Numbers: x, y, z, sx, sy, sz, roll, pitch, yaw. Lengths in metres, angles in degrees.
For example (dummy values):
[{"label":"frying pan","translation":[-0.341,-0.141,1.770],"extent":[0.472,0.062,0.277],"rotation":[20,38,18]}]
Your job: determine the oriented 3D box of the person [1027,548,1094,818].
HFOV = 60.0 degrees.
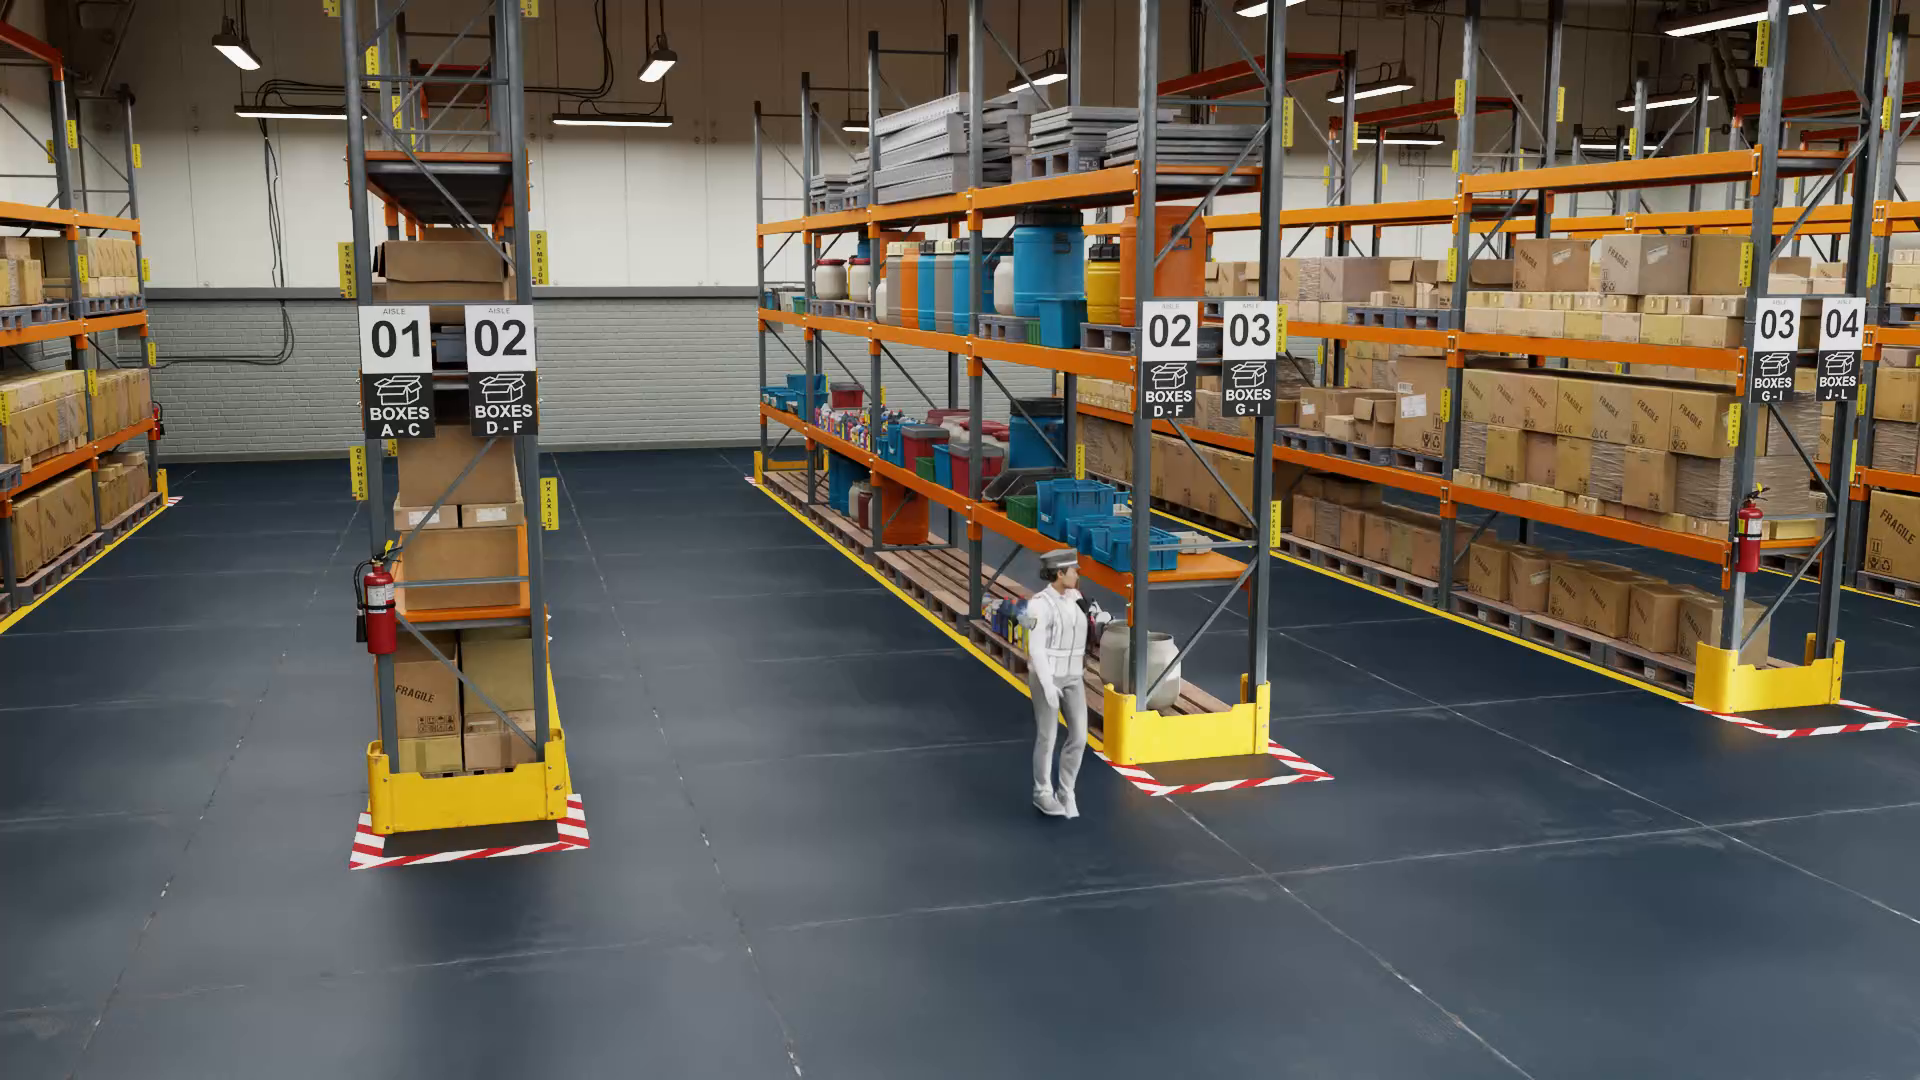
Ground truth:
[{"label":"person","translation":[0.641,0.927,10.450],"extent":[0.506,1.761,0.406],"rotation":[-6,11,-34]}]
